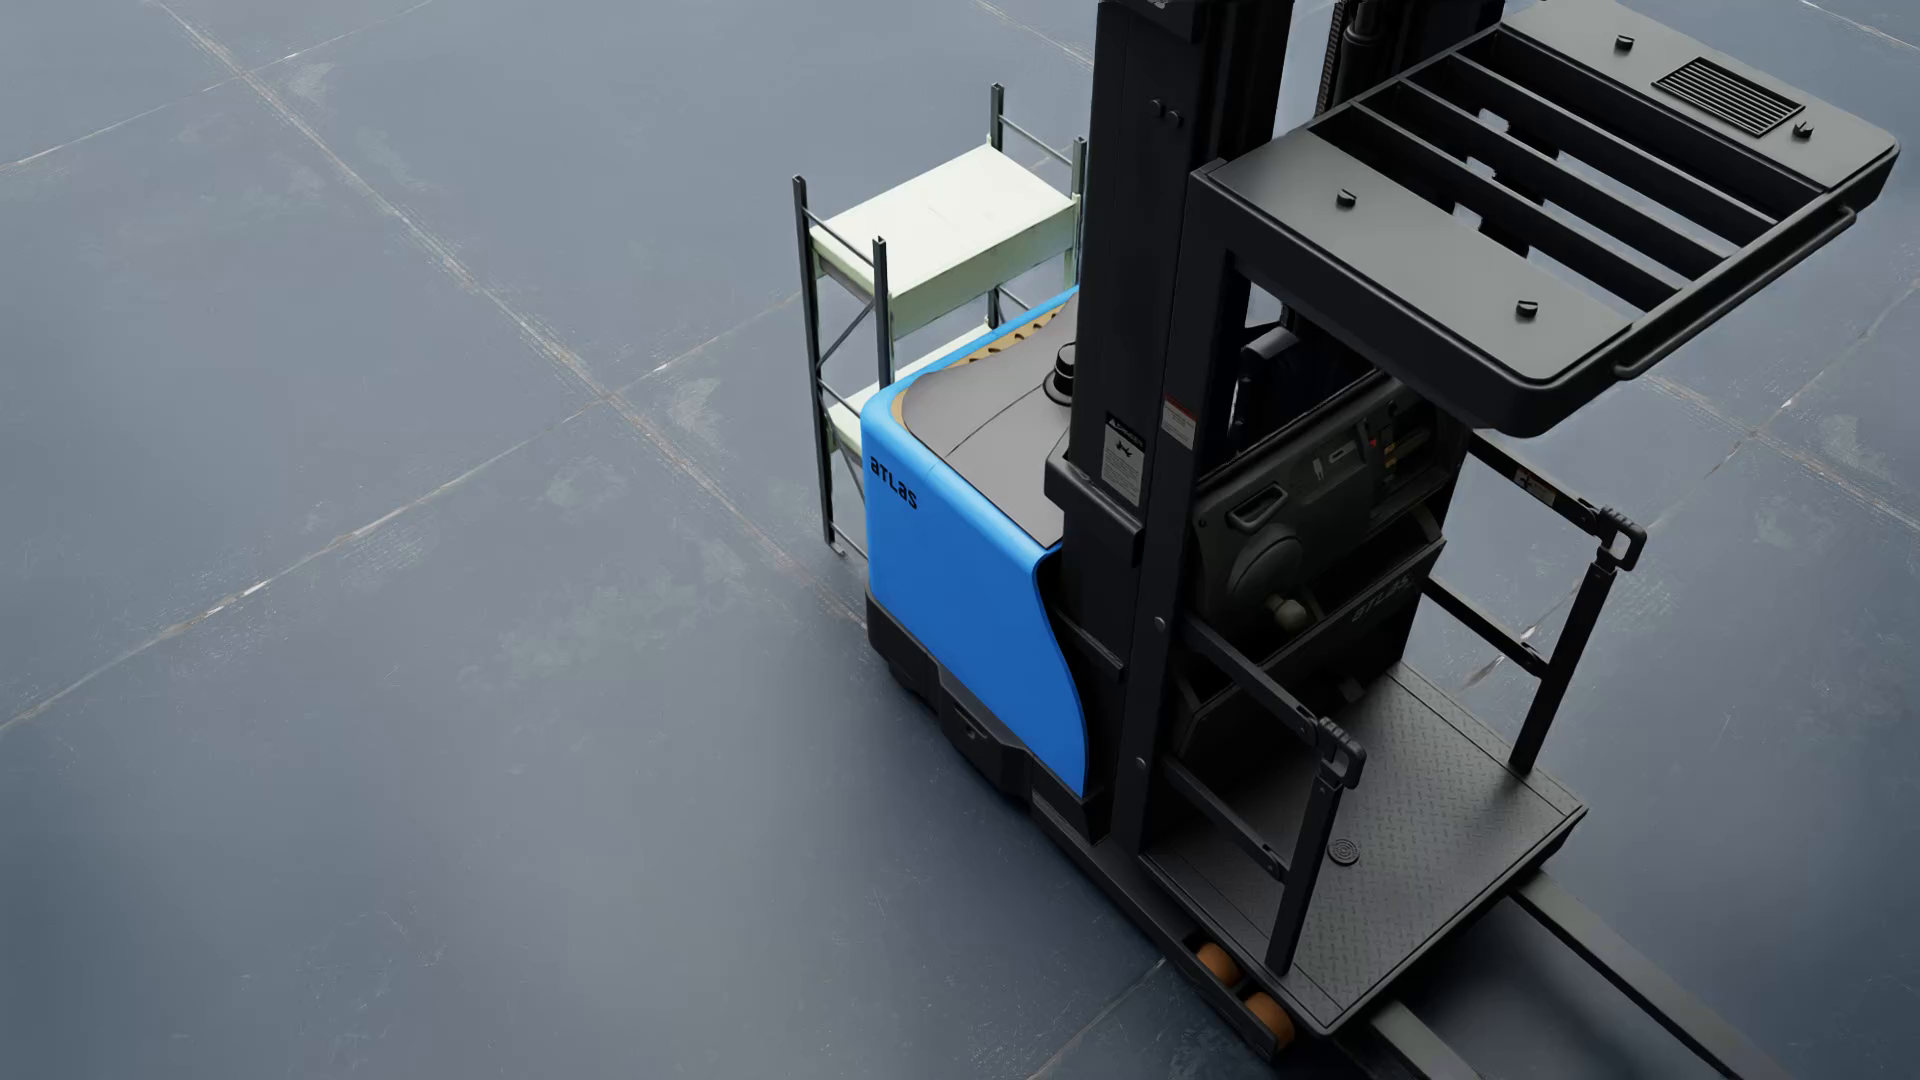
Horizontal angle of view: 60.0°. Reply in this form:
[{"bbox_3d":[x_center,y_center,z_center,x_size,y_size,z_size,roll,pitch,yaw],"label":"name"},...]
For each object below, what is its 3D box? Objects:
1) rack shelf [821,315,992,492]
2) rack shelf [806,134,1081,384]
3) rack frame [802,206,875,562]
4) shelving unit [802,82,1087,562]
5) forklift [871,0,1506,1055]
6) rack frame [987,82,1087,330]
[{"bbox_3d":[-0.052,-0.350,5.496,0.720,0.370,0.431,-32,55,-26],"label":"rack shelf"},{"bbox_3d":[-0.052,-0.836,4.970,0.720,0.370,0.431,-32,55,-26],"label":"rack shelf"},{"bbox_3d":[-0.334,-0.400,5.098,0.010,1.308,0.380,-32,55,-26],"label":"rack frame"},{"bbox_3d":[-0.050,-0.573,5.258,0.748,1.500,0.431,-32,55,-26],"label":"shelving unit"},{"bbox_3d":[-9.871,-3.417,6.952,12.119,2.867,21.805,-31,54,-25],"label":"forklift"},{"bbox_3d":[0.229,-0.744,5.416,0.023,1.500,0.400,-32,55,-26],"label":"rack frame"}]
